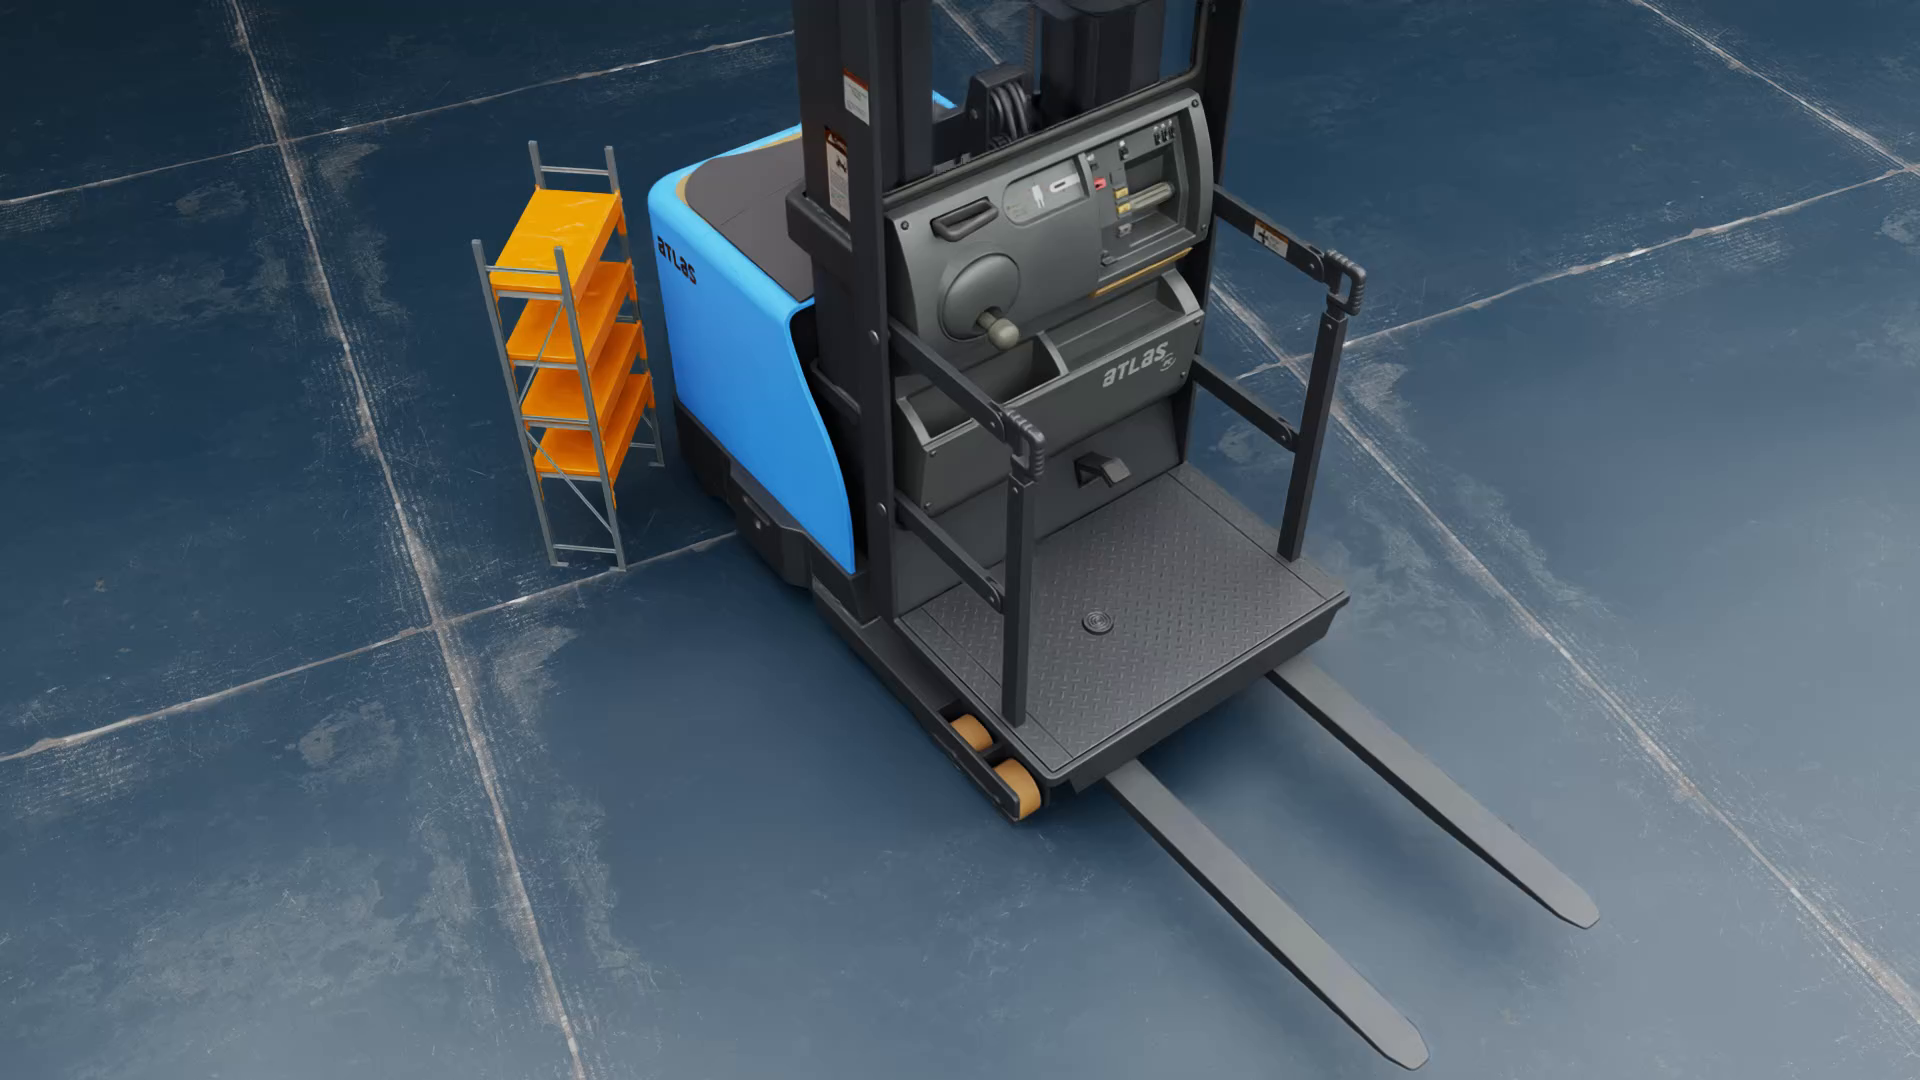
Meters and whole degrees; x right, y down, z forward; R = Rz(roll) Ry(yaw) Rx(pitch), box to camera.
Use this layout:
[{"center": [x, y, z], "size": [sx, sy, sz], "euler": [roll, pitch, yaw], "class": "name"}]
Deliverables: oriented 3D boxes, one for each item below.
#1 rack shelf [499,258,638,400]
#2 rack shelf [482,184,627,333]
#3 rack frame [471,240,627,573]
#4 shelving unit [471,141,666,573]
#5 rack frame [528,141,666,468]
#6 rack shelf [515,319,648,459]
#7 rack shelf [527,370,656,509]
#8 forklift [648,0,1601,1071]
[{"center": [-1.122, -0.623, 4.804], "size": [0.258, 0.148, 0.480], "euler": [5, 45, 5], "class": "rack shelf"}, {"center": [-1.122, -0.791, 4.638], "size": [0.258, 0.148, 0.480], "euler": [5, 45, 5], "class": "rack shelf"}, {"center": [-1.151, -0.341, 4.742], "size": [0.240, 1.200, 0.015], "euler": [5, 45, 5], "class": "rack frame"}, {"center": [-1.122, -0.511, 4.914], "size": [0.258, 1.200, 0.503], "euler": [5, 45, 5], "class": "shelving unit"}, {"center": [-1.093, -0.682, 5.087], "size": [0.240, 1.200, 0.015], "euler": [5, 45, 5], "class": "rack frame"}, {"center": [-1.122, -0.464, 4.961], "size": [0.258, 0.148, 0.480], "euler": [5, 45, 5], "class": "rack shelf"}, {"center": [-1.122, -0.322, 5.101], "size": [0.258, 0.148, 0.480], "euler": [5, 45, 5], "class": "rack shelf"}, {"center": [0.372, -0.684, 3.857], "size": [1.130, 2.935, 3.031], "euler": [-28, 51, -25], "class": "forklift"}]
